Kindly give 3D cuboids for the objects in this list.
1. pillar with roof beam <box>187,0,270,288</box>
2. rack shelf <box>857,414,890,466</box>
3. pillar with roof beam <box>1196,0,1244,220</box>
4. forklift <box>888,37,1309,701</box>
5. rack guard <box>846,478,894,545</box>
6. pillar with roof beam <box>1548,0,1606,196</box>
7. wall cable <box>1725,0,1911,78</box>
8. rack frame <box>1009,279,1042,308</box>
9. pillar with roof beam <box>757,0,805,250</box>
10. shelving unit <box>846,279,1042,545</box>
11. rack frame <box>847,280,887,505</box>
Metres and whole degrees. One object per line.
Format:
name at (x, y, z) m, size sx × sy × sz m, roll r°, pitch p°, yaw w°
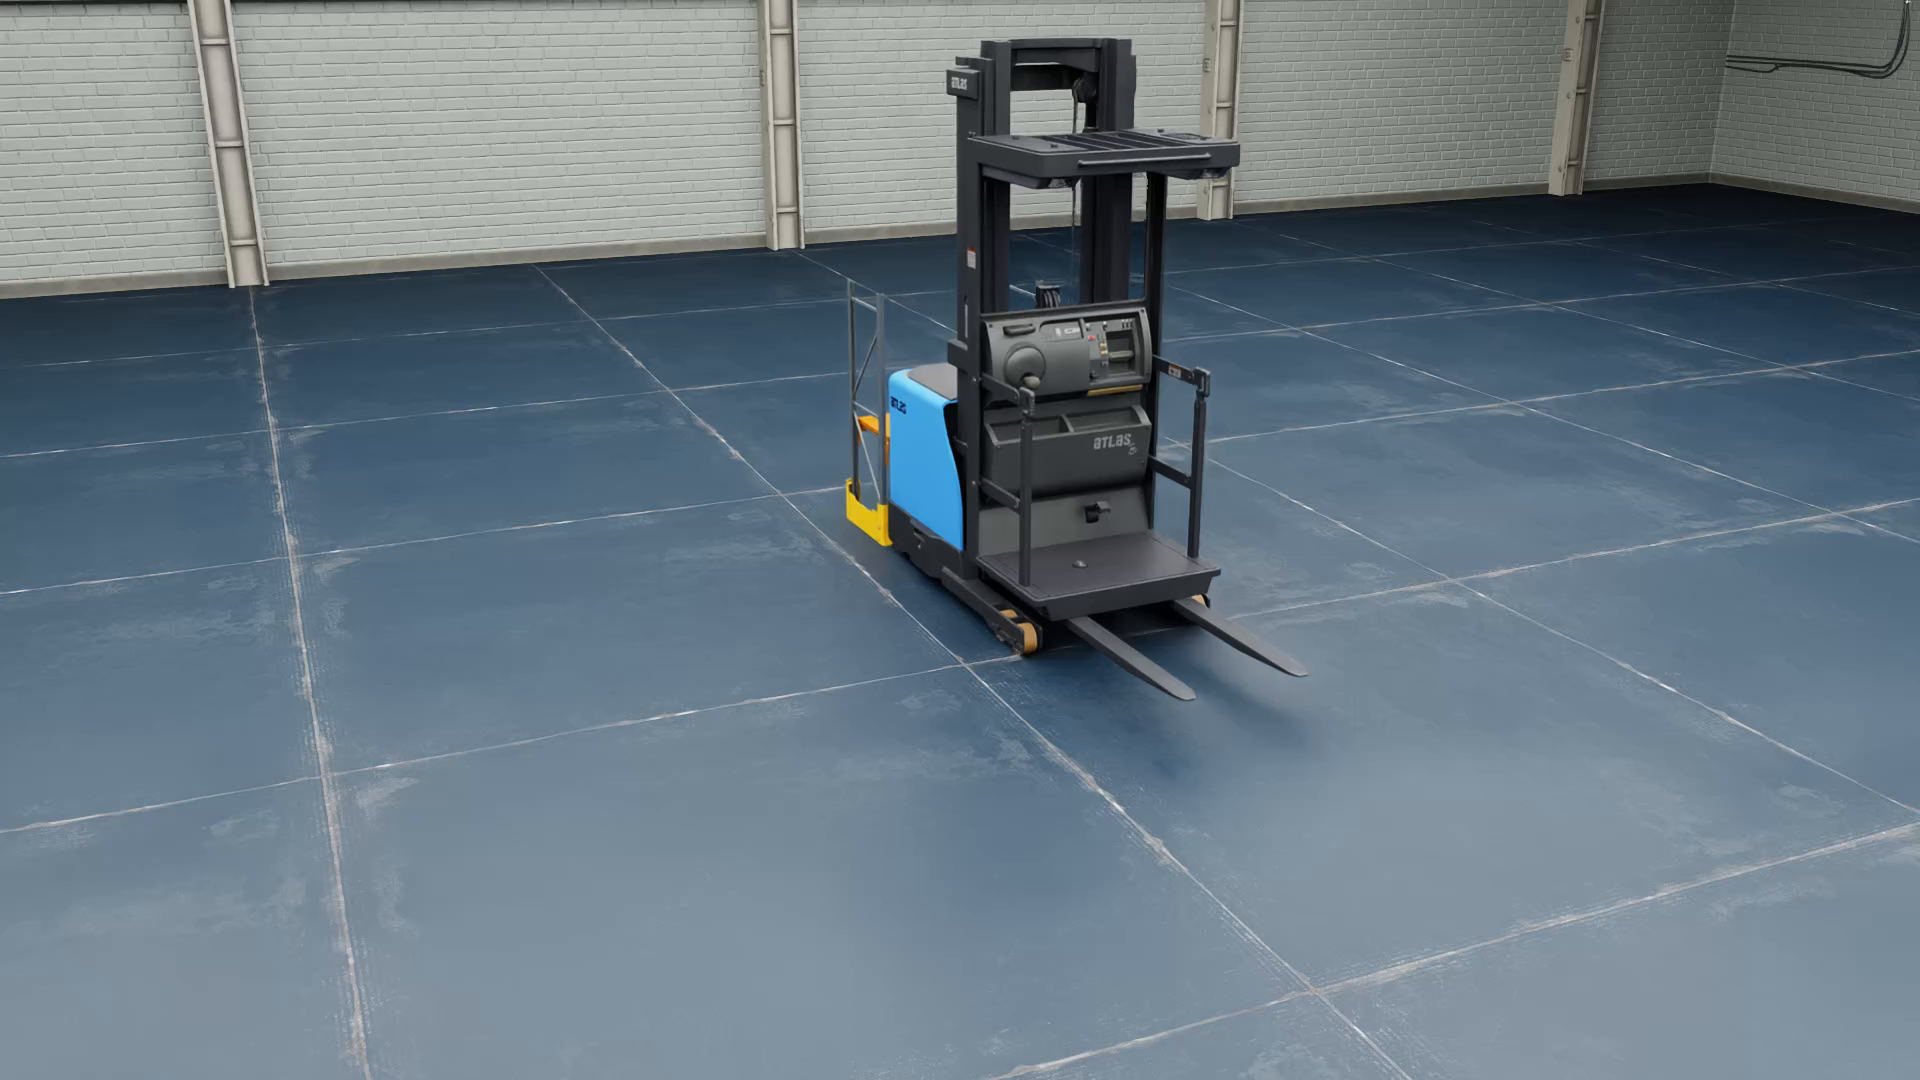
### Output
pillar with roof beam at (-5.907, -5.672, 12.583) m, size 0.400 × 9.000 × 9.100 m, roll -8°, pitch 21°, yaw -22°
rack shelf at (-0.094, -0.669, 10.206) m, size 1.000 × 0.185 × 0.538 m, roll -9°, pitch 21°, yaw -24°
pillar with roof beam at (5.111, -7.251, 17.066) m, size 0.400 × 9.000 × 9.100 m, roll -8°, pitch 21°, yaw -22°
forklift at (0.657, -0.966, 8.353) m, size 1.130 × 2.935 × 3.031 m, roll -9°, pitch 21°, yaw -24°
rack guard at (-0.552, -0.177, 10.150) m, size 0.087 × 0.250 × 0.587 m, roll -9°, pitch 21°, yaw -24°
pillar with roof beam at (10.621, -8.040, 19.308) m, size 0.400 × 9.000 × 9.100 m, roll -8°, pitch 21°, yaw -22°
wall cable at (12.144, -7.873, 23.507) m, size 0.112 × 2.526 × 3.097 m, roll -8°, pitch 21°, yaw -22°
rack frame at (0.366, -0.911, 10.351) m, size 0.032 × 1.500 × 0.500 m, roll -9°, pitch 21°, yaw -24°
pillar with roof beam at (-0.398, -6.462, 14.824) m, size 0.400 × 9.000 × 9.100 m, roll -8°, pitch 21°, yaw -22°
shelving unit at (-0.102, -0.838, 10.143) m, size 1.083 × 1.500 × 0.587 m, roll -9°, pitch 21°, yaw -24°
rack frame at (-0.554, -0.767, 9.941) m, size 0.032 × 1.500 × 0.500 m, roll -9°, pitch 21°, yaw -24°
